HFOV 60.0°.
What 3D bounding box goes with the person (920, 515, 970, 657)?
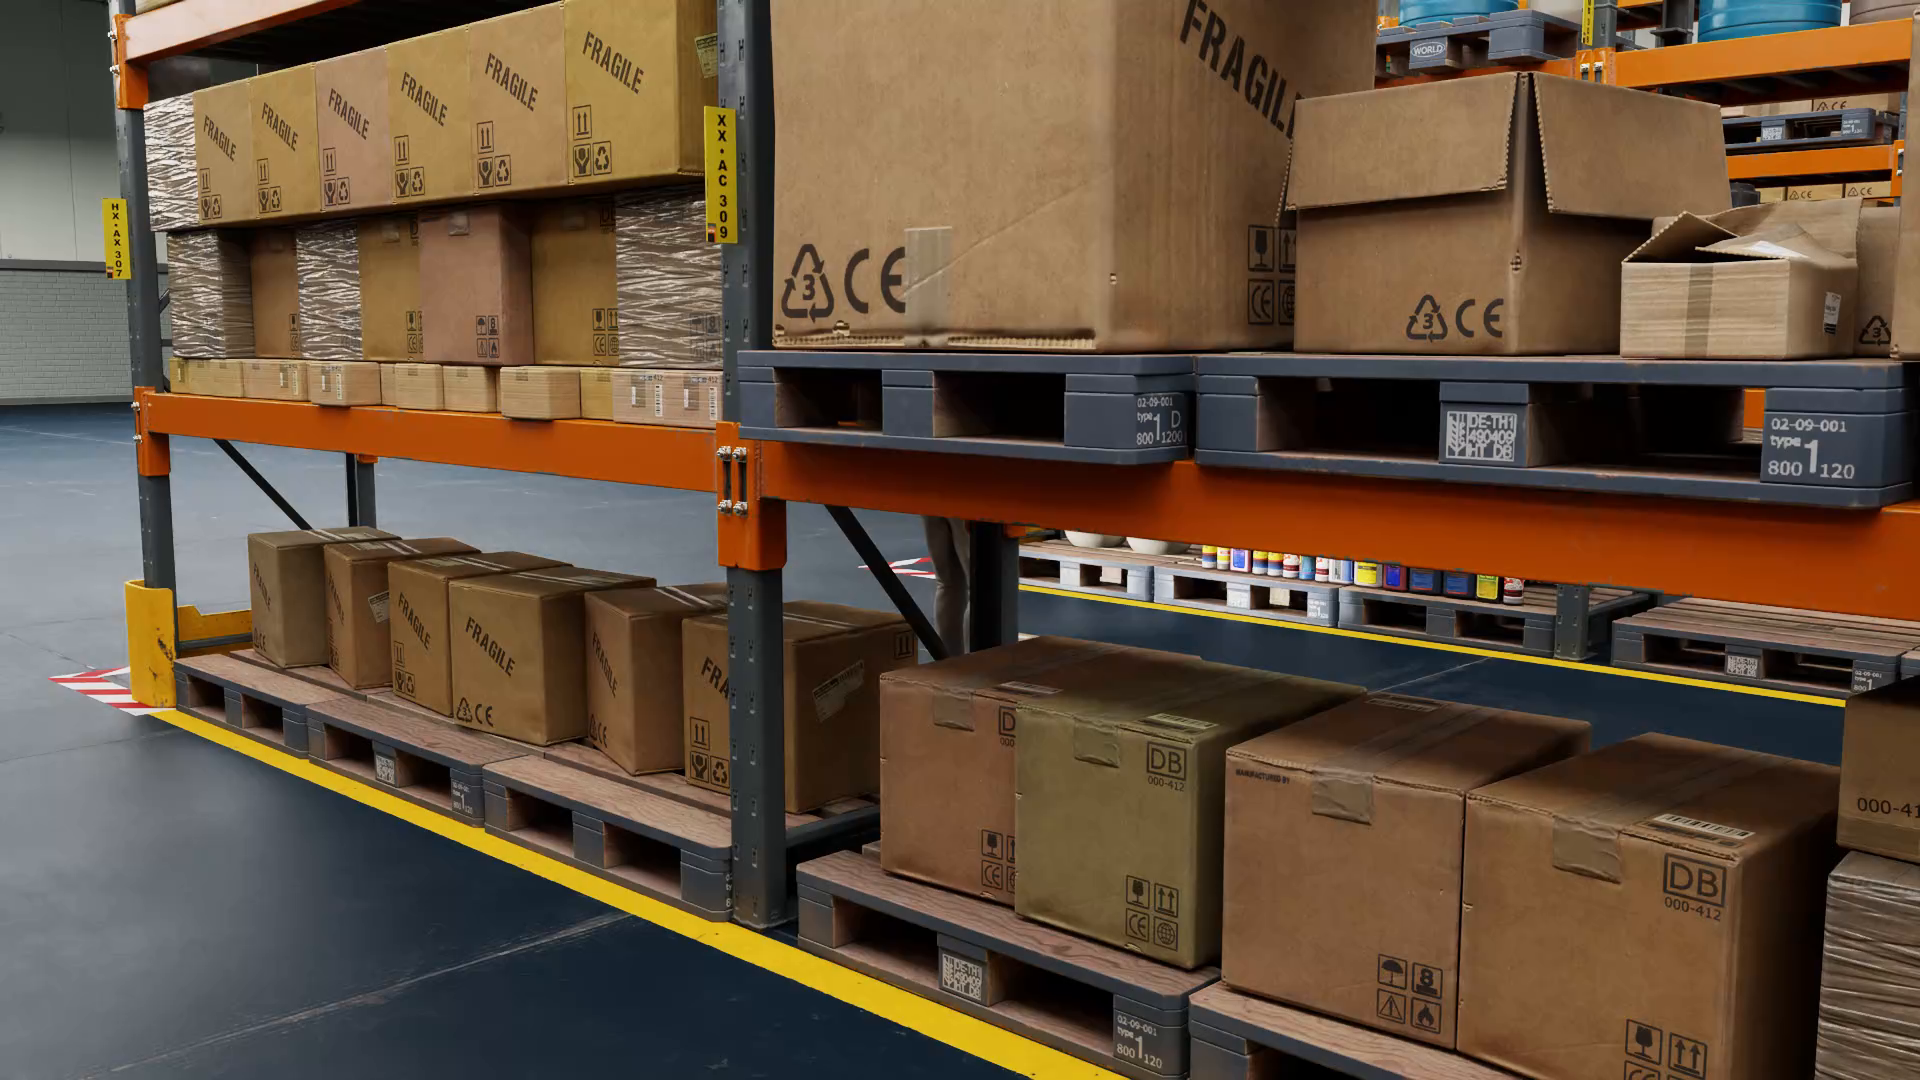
[{"bbox_3d":[0.029,-0.145,6.927,0.499,1.672,0.405,7,10,42],"label":"person"}]
